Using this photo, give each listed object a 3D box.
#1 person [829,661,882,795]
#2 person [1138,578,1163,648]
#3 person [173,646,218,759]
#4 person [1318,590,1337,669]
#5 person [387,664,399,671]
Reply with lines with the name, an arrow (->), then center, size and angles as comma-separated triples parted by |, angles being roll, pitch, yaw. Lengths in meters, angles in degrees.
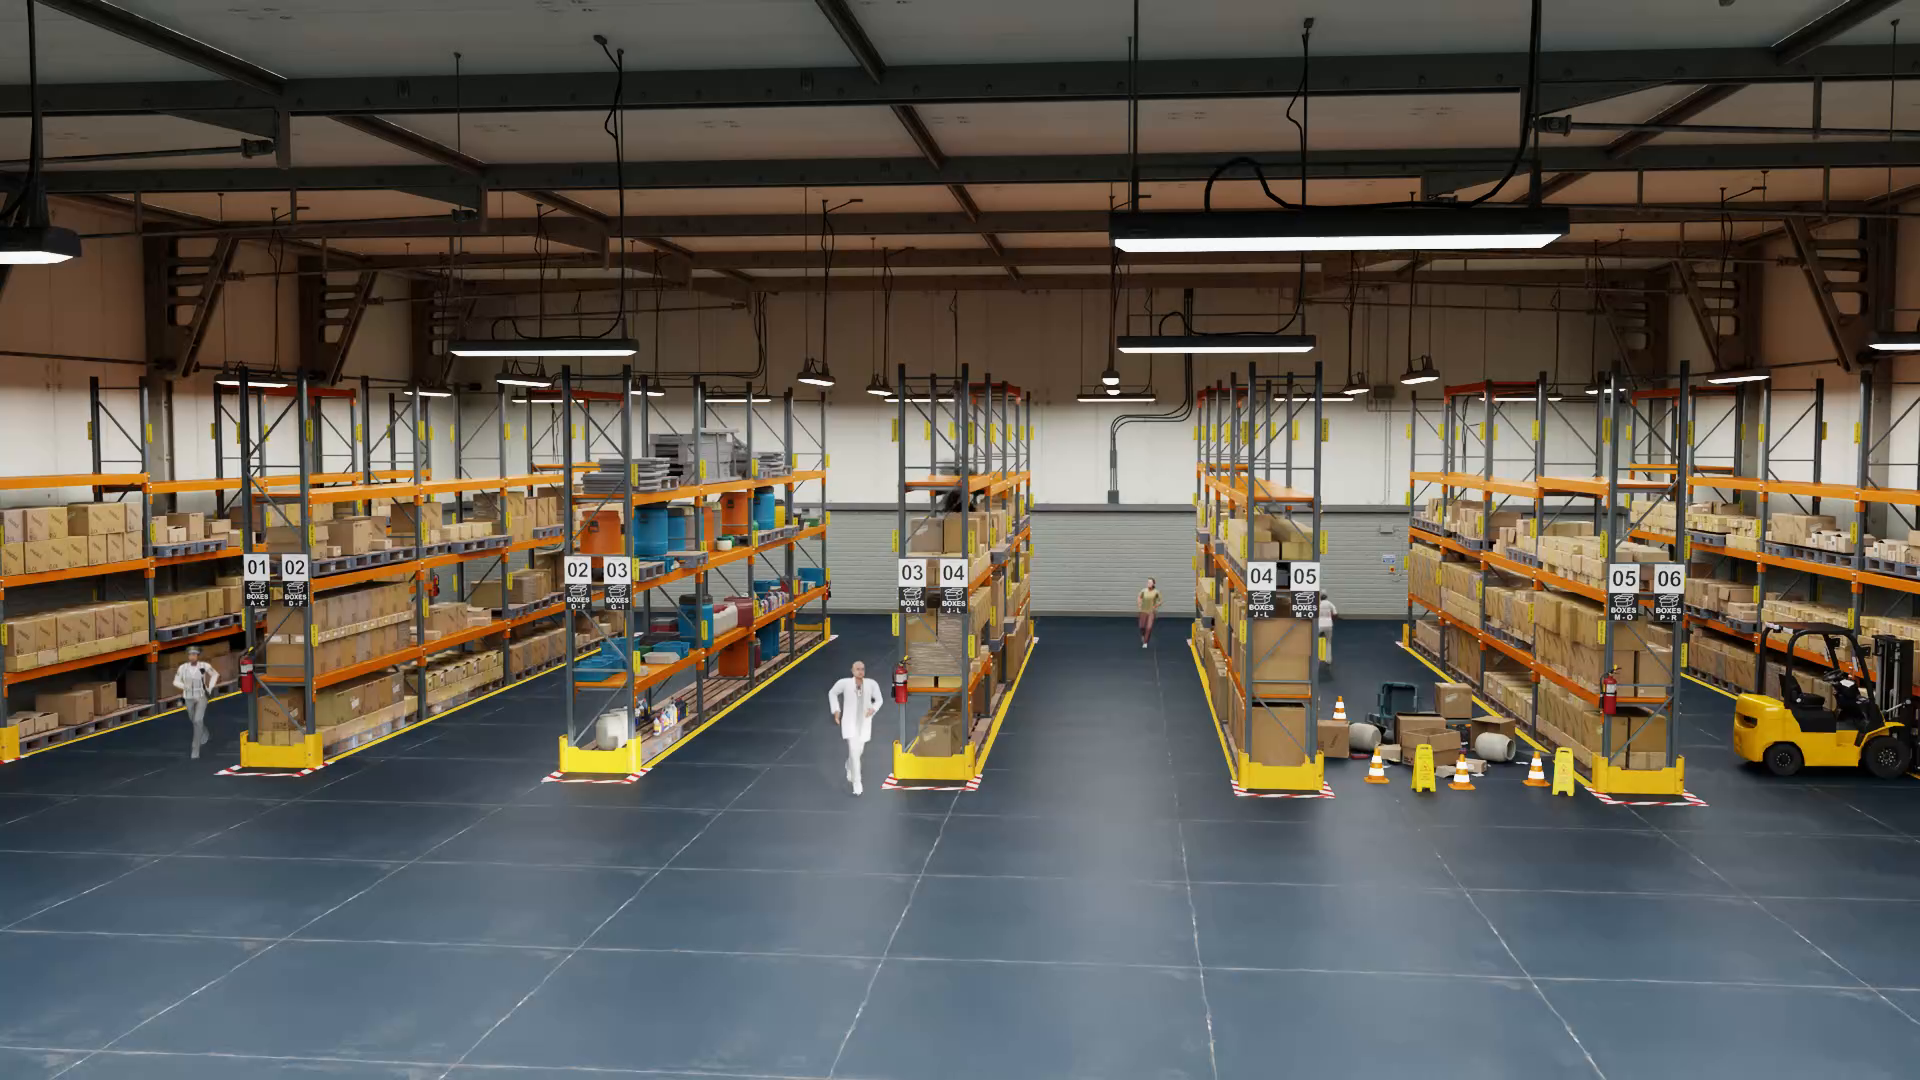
person -> -1.452, 2.610, 23.493 | 0.719, 1.812, 0.994 | -1, 4, -20
person -> 4.449, 1.698, 38.960 | 0.607, 1.624, 0.545 | 1, 4, 16
person -> -11.949, 2.502, 25.990 | 0.576, 1.738, 0.997 | 0, 4, -5
person -> 7.669, 1.910, 35.134 | 0.631, 1.717, 0.810 | 0, 4, 1
person -> -11.136, 2.066, 32.309 | 0.678, 1.740, 0.593 | 1, 4, 10
